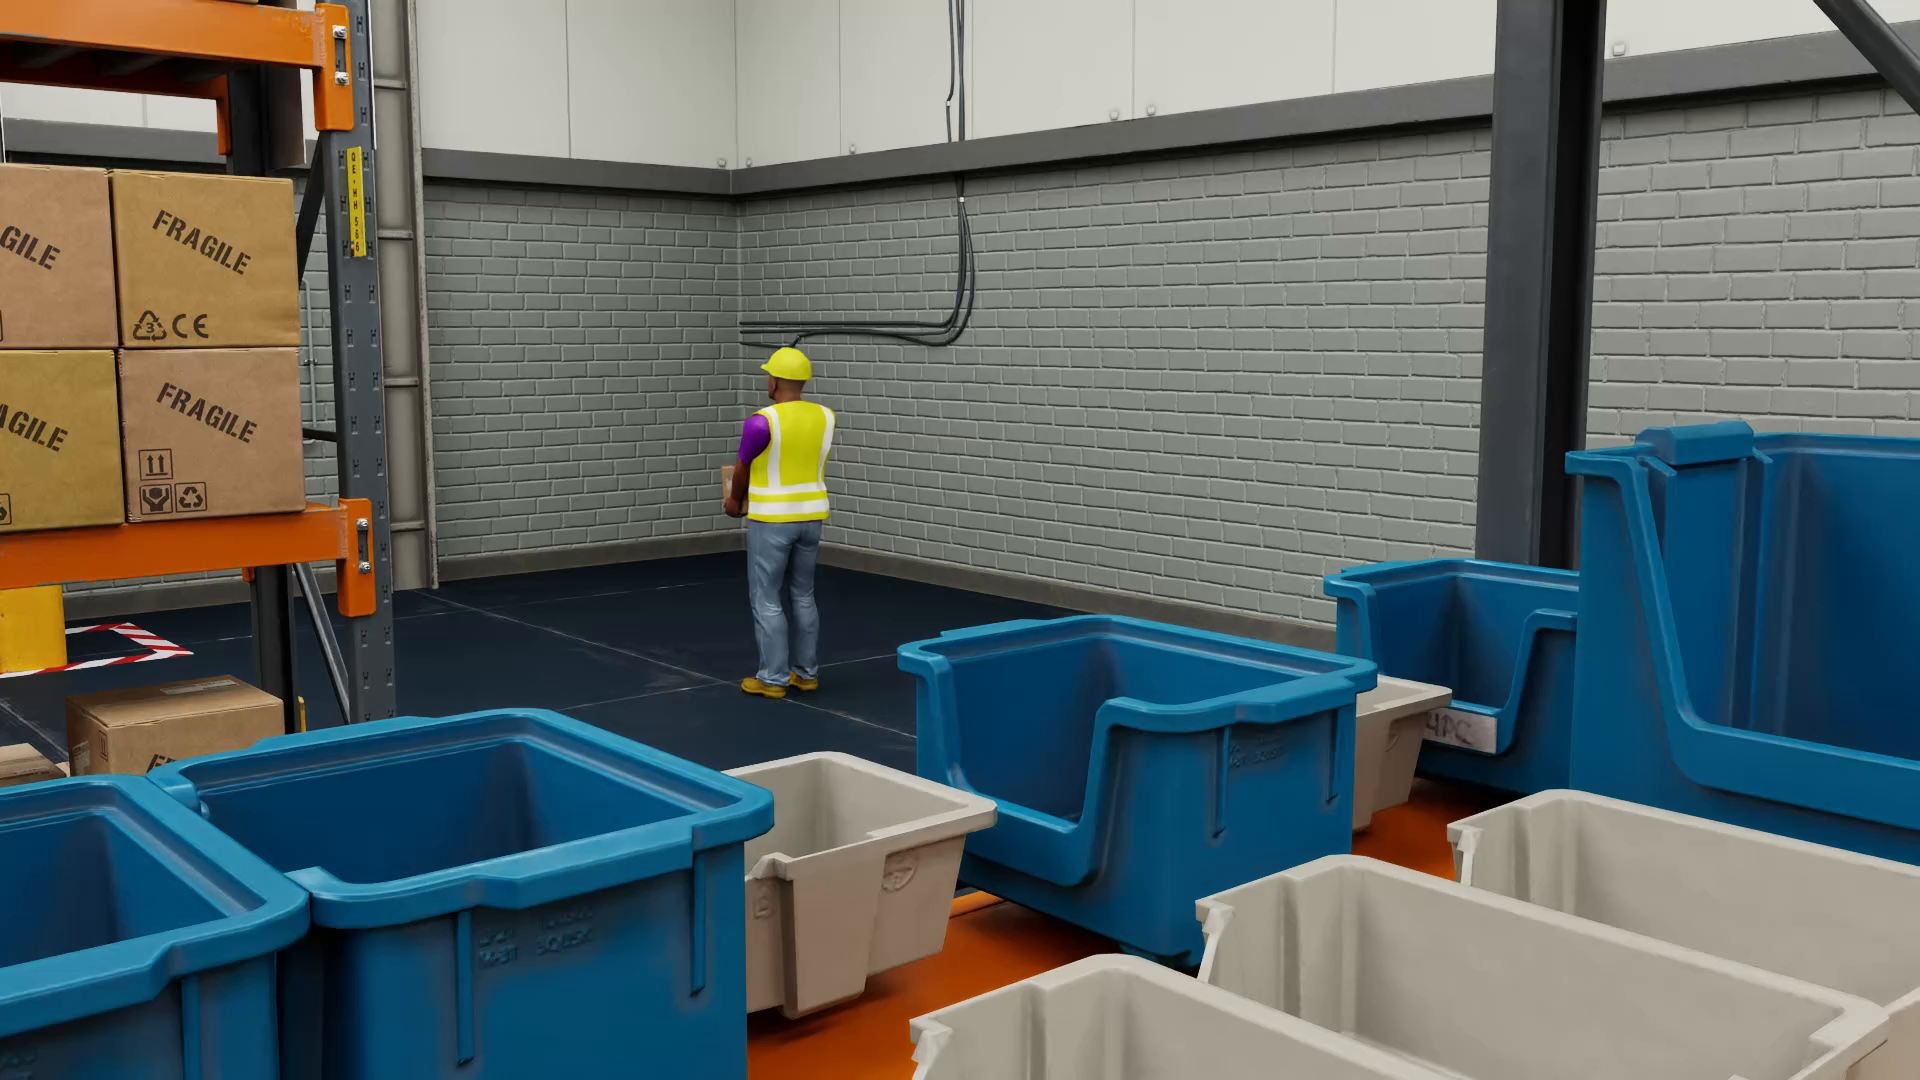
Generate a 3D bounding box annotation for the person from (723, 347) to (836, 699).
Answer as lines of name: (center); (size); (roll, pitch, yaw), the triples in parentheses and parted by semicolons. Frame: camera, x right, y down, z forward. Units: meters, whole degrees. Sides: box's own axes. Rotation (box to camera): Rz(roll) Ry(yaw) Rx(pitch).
person: (-0.945, -0.099, 8.478); (0.503, 1.760, 0.577); (-6, 10, -40)
